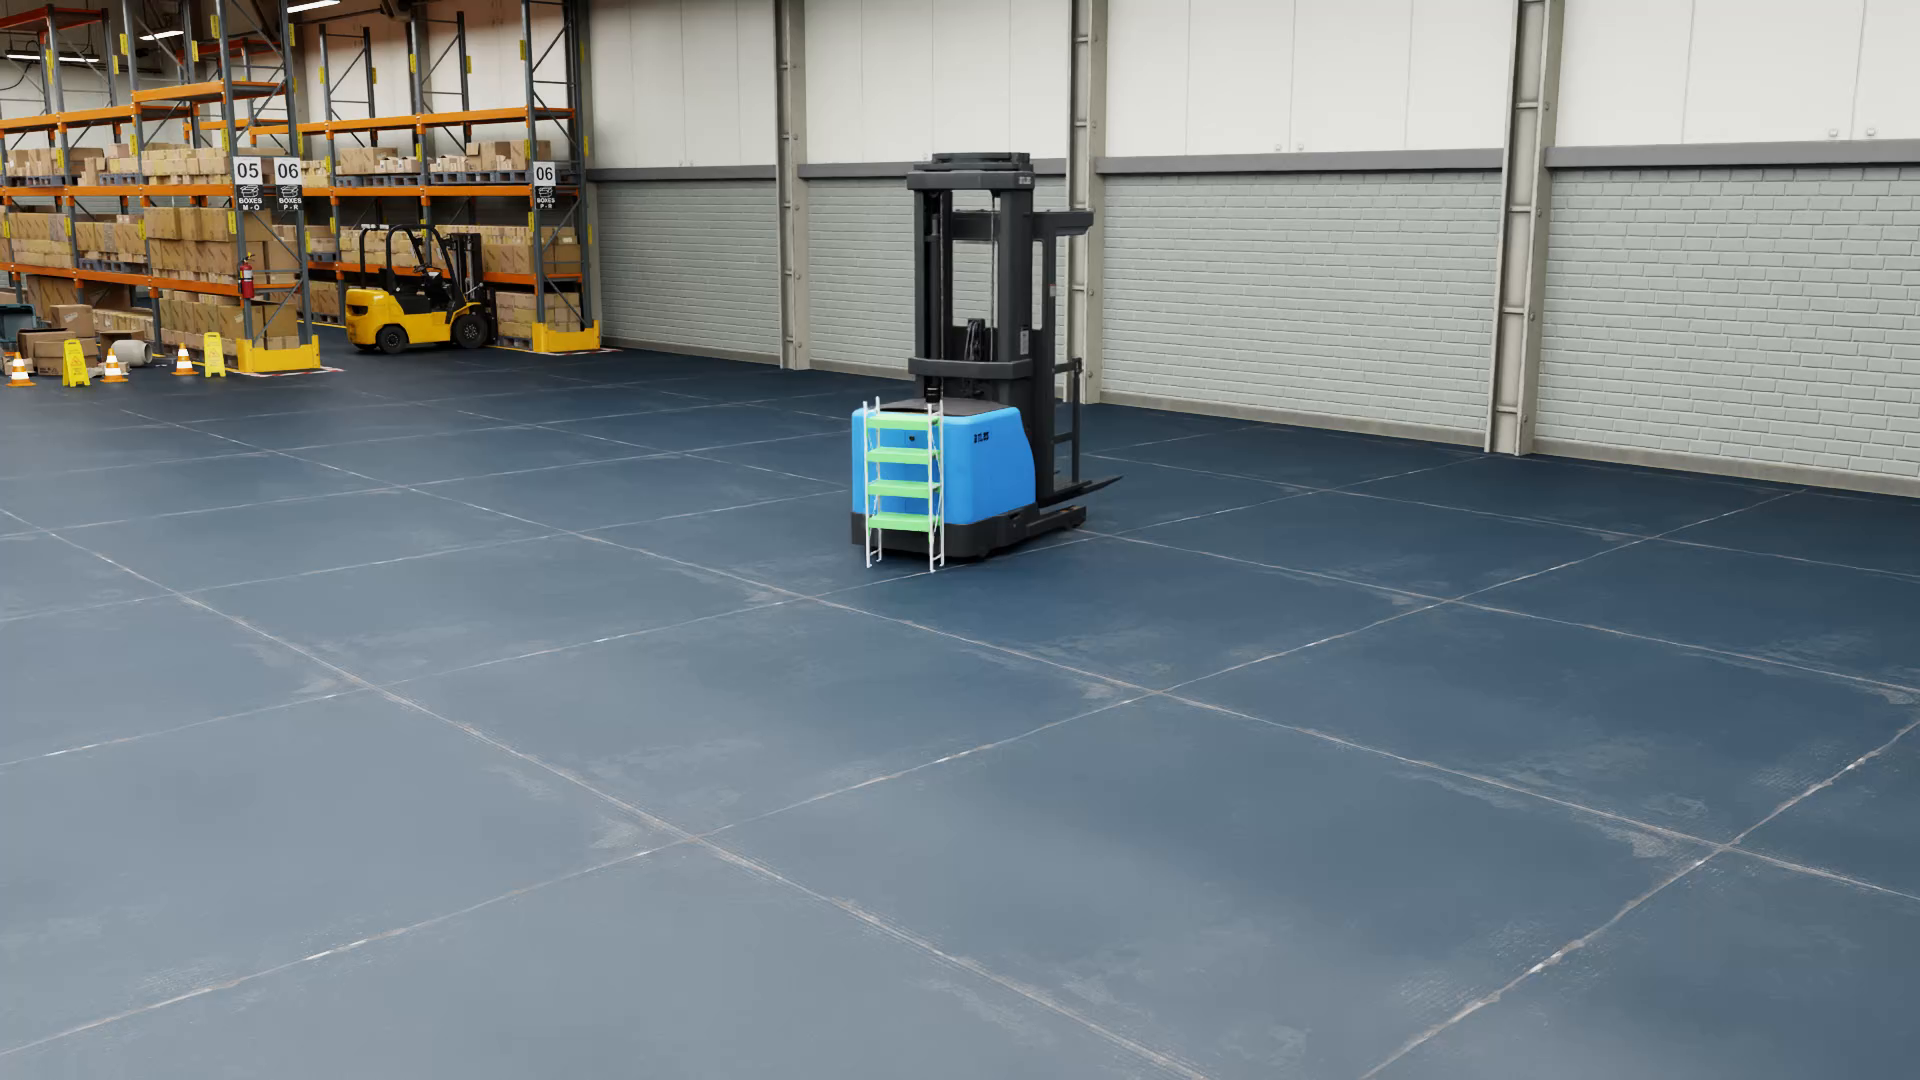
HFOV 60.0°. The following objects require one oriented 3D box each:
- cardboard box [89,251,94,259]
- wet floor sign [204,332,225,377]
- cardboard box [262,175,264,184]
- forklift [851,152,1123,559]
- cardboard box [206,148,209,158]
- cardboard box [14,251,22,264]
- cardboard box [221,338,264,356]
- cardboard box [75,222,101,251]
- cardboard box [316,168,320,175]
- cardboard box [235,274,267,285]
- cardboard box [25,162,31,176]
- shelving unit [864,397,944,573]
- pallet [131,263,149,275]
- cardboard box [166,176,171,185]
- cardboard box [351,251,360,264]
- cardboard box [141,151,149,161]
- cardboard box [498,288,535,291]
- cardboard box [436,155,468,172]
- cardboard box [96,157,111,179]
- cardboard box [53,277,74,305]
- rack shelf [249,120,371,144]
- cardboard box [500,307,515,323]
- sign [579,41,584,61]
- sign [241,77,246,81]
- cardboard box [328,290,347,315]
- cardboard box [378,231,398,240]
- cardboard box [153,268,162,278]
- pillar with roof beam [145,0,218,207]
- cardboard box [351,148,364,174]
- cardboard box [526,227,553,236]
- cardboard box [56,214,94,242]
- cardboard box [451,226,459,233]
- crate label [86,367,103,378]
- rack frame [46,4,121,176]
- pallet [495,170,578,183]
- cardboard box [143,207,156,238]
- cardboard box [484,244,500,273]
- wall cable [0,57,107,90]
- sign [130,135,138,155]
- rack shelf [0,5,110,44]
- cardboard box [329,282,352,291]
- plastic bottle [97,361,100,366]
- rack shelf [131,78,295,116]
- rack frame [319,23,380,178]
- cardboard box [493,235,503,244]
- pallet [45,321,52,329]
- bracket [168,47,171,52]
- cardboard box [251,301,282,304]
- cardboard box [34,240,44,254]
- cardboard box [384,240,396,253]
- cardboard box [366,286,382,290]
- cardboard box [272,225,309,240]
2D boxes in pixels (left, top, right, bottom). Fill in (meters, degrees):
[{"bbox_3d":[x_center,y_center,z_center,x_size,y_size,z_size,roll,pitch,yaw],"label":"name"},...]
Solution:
[{"bbox_3d":[-15.566,-5.179,30.198,0.250,0.149,0.380,10,16,41],"label":"cardboard box"},{"bbox_3d":[-11.101,-2.765,24.732,0.267,0.644,0.232,-5,13,-23],"label":"wet floor sign"},{"bbox_3d":[-10.698,-5.560,25.655,0.250,0.149,0.380,11,16,43],"label":"cardboard box"},{"bbox_3d":[0.367,-1.550,13.173,1.130,2.935,3.031,7,13,30],"label":"forklift"},{"bbox_3d":[-11.383,-5.961,25.626,0.380,0.149,0.250,-11,16,-42],"label":"cardboard box"},{"bbox_3d":[-18.632,-5.671,33.378,0.500,0.250,0.500,11,16,44],"label":"cardboard box"},{"bbox_3d":[-11.227,-3.038,25.995,0.500,0.250,0.500,-11,16,-43],"label":"cardboard box"},{"bbox_3d":[-15.839,-5.565,30.461,0.500,0.500,0.500,11,16,44],"label":"cardboard box"},{"bbox_3d":[-13.142,-7.646,34.540,0.380,0.149,0.250,-10,16,-41],"label":"cardboard box"},{"bbox_3d":[-10.871,-3.996,25.498,0.380,0.149,0.250,-10,15,-41],"label":"cardboard box"},{"bbox_3d":[-17.736,-7.140,31.990,0.396,0.266,0.258,-9,15,-38],"label":"cardboard box"},{"bbox_3d":[-0.396,-0.395,11.844,0.503,1.200,0.258,4,13,20],"label":"shelving unit"},{"bbox_3d":[-13.643,-4.716,28.845,1.003,0.211,1.213,-11,16,-43],"label":"pallet"},{"bbox_3d":[-12.647,-5.836,26.993,0.380,0.149,0.250,-10,15,-41],"label":"cardboard box"},{"bbox_3d":[-11.922,-5.708,33.555,0.500,0.250,0.500,-11,16,-44],"label":"cardboard box"},{"bbox_3d":[-13.239,-6.324,27.384,0.380,0.149,0.250,-11,16,-44],"label":"cardboard box"},{"bbox_3d":[-8.100,-4.455,30.396,0.500,0.250,0.500,-11,16,-44],"label":"cardboard box"},{"bbox_3d":[-9.235,-6.895,30.445,0.500,0.311,0.500,-10,16,-41],"label":"cardboard box"},{"bbox_3d":[-14.909,-6.563,29.645,0.797,0.503,0.637,-11,16,-43],"label":"cardboard box"},{"bbox_3d":[-17.012,-4.670,32.371,0.875,0.875,0.875,-11,16,-42],"label":"cardboard box"},{"bbox_3d":[-13.776,-8.636,35.304,1.077,0.370,4.000,-11,16,-43],"label":"rack shelf"},{"bbox_3d":[-7.771,-3.993,29.393,0.500,0.250,0.500,-11,16,-43],"label":"cardboard box"},{"bbox_3d":[-6.465,-8.337,28.368,0.100,0.325,0.005,-11,16,-43],"label":"sign"},{"bbox_3d":[-15.563,-9.900,36.151,0.100,0.325,0.005,-11,16,-43],"label":"sign"},{"bbox_3d":[-12.843,-4.968,34.743,0.500,0.500,0.500,-10,15,-41],"label":"cardboard box"},{"bbox_3d":[-11.172,-5.966,32.583,0.250,0.149,0.380,11,16,44],"label":"cardboard box"},{"bbox_3d":[-13.235,-4.465,27.771,0.380,0.149,0.250,-11,16,-43],"label":"cardboard box"},{"bbox_3d":[-22.243,-9.979,39.049,9.100,9.000,0.548,-11,16,-43],"label":"pillar with roof beam"},{"bbox_3d":[-11.650,-7.528,33.046,0.700,0.500,0.500,-11,16,-44],"label":"cardboard box"},{"bbox_3d":[-7.270,-5.322,28.718,0.380,0.149,0.250,-11,16,-42],"label":"cardboard box"},{"bbox_3d":[-16.529,-5.840,31.098,0.500,0.500,0.500,11,16,44],"label":"cardboard box"},{"bbox_3d":[-9.095,-5.682,30.463,0.380,0.149,0.250,-10,16,-41],"label":"cardboard box"},{"bbox_3d":[-12.844,-2.477,24.597,0.298,0.136,0.250,3,12,16],"label":"crate label"},{"bbox_3d":[-15.983,-8.200,30.414,1.000,3.000,0.127,-11,16,-43],"label":"rack frame"},{"bbox_3d":[-7.340,-6.320,28.937,1.003,0.211,1.213,-11,16,-43],"label":"pallet"},{"bbox_3d":[-13.073,-5.268,27.586,0.700,0.500,0.500,-11,16,-43],"label":"cardboard box"},{"bbox_3d":[-8.106,-5.023,29.610,0.500,0.500,0.500,-11,16,-44],"label":"cardboard box"},{"bbox_3d":[-23.053,-10.664,42.280,2.988,3.039,0.133,-11,16,-43],"label":"wall cable"},{"bbox_3d":[-13.619,-6.516,27.413,0.100,0.325,0.005,-11,16,-43],"label":"sign"},{"bbox_3d":[-17.364,-9.768,31.568,1.077,0.370,4.000,-11,16,-43],"label":"rack shelf"},{"bbox_3d":[-12.919,-5.290,34.702,0.250,0.149,0.380,11,16,42],"label":"cardboard box"},{"bbox_3d":[-13.685,-2.790,26.300,0.133,0.061,0.283,-8,14,-33],"label":"plastic bottle"},{"bbox_3d":[-11.839,-6.971,26.237,1.077,0.370,4.000,-11,16,-43],"label":"rack shelf"},{"bbox_3d":[-12.395,-8.893,33.774,1.000,3.000,0.127,-11,16,-43],"label":"rack frame"},{"bbox_3d":[-8.027,-5.315,29.419,0.250,0.149,0.380,11,16,43],"label":"cardboard box"},{"bbox_3d":[-17.311,-4.200,32.774,1.003,0.211,1.213,-11,16,-43],"label":"pallet"},{"bbox_3d":[-19.673,-12.353,41.651,0.235,0.232,0.430,-11,16,-43],"label":"bracket"},{"bbox_3d":[-11.196,-3.556,26.654,0.500,0.500,0.500,11,16,43],"label":"cardboard box"},{"bbox_3d":[-17.585,-5.691,32.232,0.500,0.250,0.500,11,16,43],"label":"cardboard box"},{"bbox_3d":[-10.866,-5.728,32.411,0.500,0.250,0.500,-10,16,-41],"label":"cardboard box"},{"bbox_3d":[-11.517,-4.810,33.668,0.875,0.625,0.625,-10,15,-41],"label":"cardboard box"},{"bbox_3d":[-14.628,-6.615,36.299,0.700,0.500,0.500,-11,16,-42],"label":"cardboard box"}]
